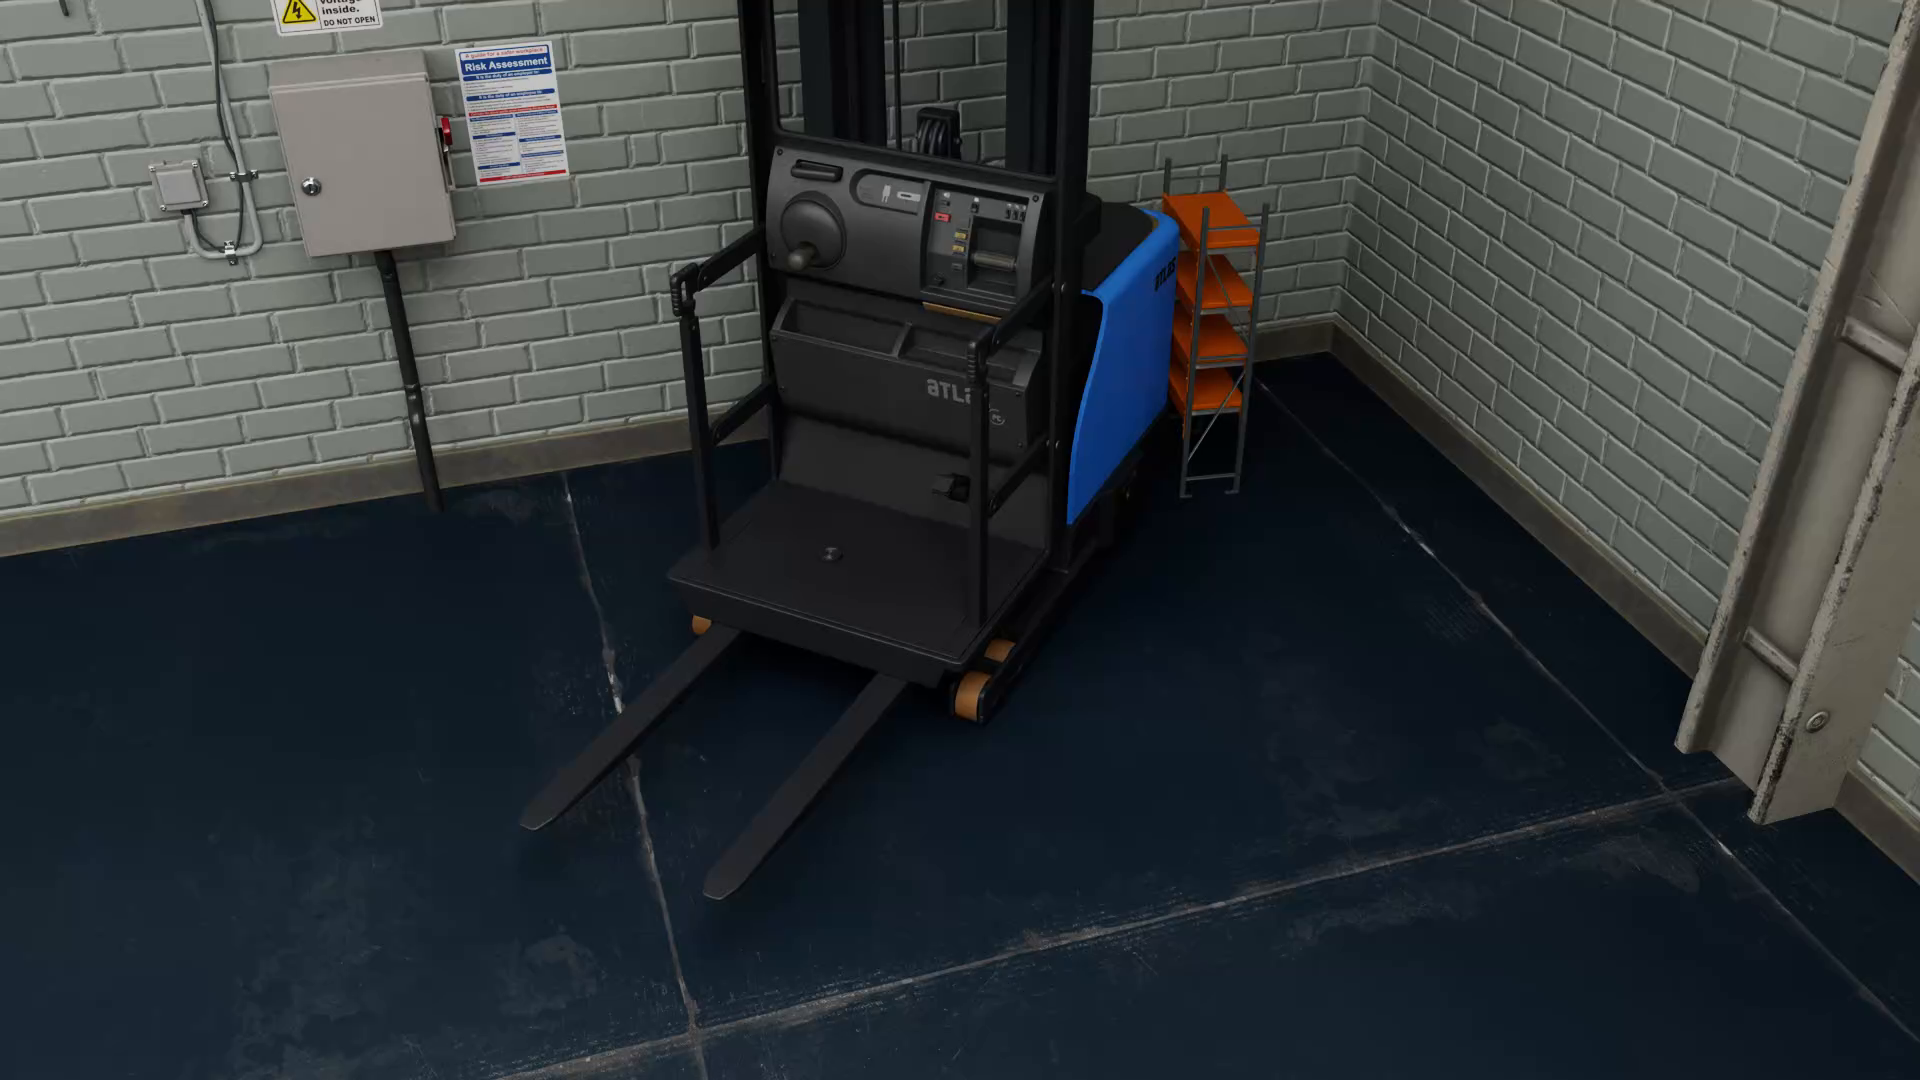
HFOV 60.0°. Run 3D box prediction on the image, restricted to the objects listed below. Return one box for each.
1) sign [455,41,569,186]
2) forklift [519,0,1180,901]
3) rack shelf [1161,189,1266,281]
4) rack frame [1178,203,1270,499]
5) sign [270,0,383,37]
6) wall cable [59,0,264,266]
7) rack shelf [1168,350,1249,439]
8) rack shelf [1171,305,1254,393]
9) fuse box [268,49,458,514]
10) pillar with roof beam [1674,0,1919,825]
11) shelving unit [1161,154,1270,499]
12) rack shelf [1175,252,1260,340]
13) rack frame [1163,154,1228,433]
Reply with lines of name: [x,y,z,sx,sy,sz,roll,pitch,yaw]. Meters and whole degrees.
sign: [-1.584,-1.511,5.902,0.329,0.494,0.001,-10,35,-15]
forklift: [-0.273,-0.913,4.973,1.130,2.935,3.031,15,36,21]
rack shelf: [0.933,-1.138,6.171,0.258,0.148,0.480,-5,34,-8]
rack frame: [0.974,-0.677,6.187,0.240,1.200,0.015,-5,34,-8]
sign: [-2.107,-1.803,5.508,0.339,0.242,0.001,-10,35,-15]
wall cable: [-2.689,-1.751,5.257,0.588,1.984,0.122,-10,35,-15]
rack shelf: [0.933,-0.588,6.534,0.258,0.148,0.480,-5,34,-8]
rack shelf: [0.933,-0.754,6.425,0.258,0.148,0.480,-5,34,-8]
fuse box: [-1.991,-0.821,5.941,0.539,1.711,0.414,-10,35,-15]
pillar with roof beam: [-1.632,-2.308,1.581,9.100,9.000,0.400,-10,35,-15]
shelving unit: [0.933,-0.810,6.388,0.258,1.200,0.503,-5,34,-8]
rack shelf: [0.933,-0.941,6.301,0.258,0.148,0.480,-5,34,-8]
rack frame: [0.891,-0.943,6.588,0.240,1.200,0.015,-5,34,-8]
